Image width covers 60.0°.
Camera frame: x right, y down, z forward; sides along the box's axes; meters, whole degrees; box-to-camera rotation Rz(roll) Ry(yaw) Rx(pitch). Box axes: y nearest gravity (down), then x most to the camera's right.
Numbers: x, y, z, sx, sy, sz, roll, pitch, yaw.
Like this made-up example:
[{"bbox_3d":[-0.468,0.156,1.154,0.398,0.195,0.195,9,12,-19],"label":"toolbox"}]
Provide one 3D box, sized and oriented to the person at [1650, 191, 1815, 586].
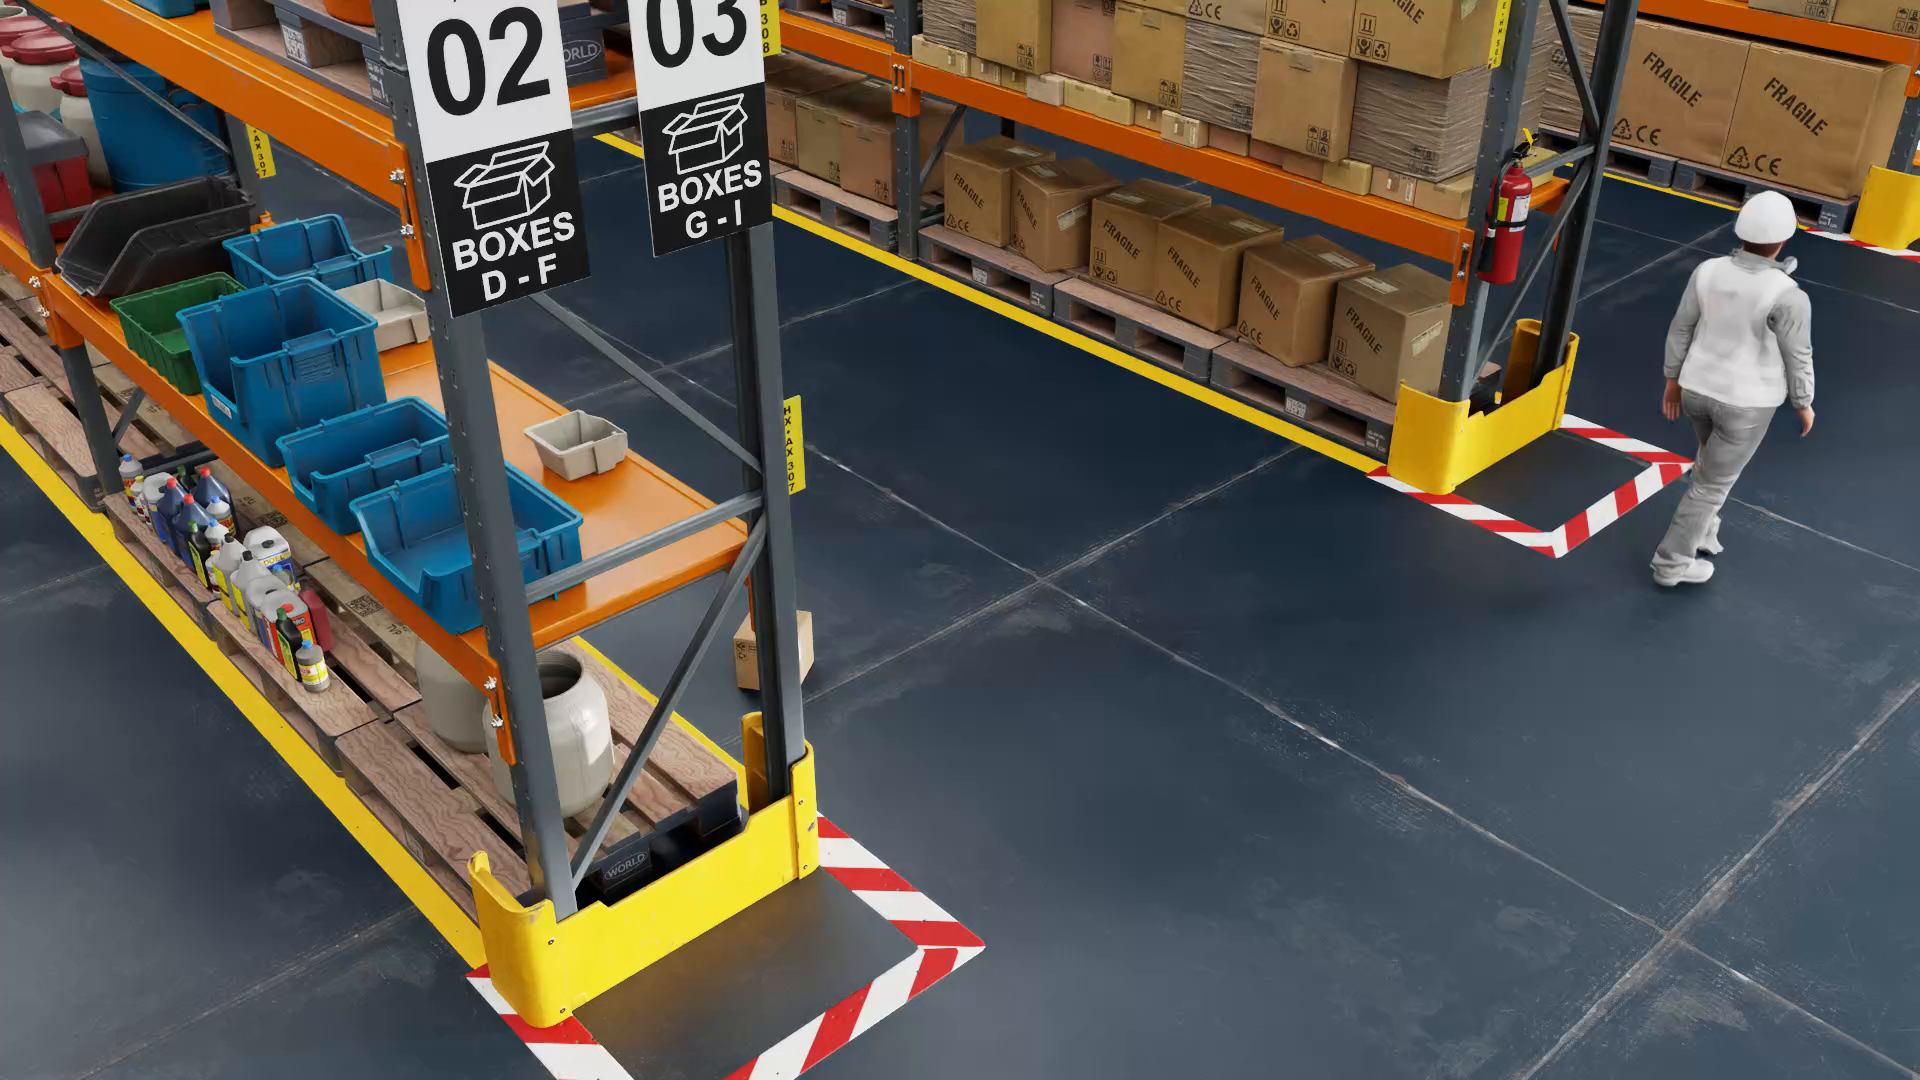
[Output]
[{"bbox_3d":[3.335,-0.603,7.135,0.624,1.841,0.577,-16,35,-24],"label":"person"}]
